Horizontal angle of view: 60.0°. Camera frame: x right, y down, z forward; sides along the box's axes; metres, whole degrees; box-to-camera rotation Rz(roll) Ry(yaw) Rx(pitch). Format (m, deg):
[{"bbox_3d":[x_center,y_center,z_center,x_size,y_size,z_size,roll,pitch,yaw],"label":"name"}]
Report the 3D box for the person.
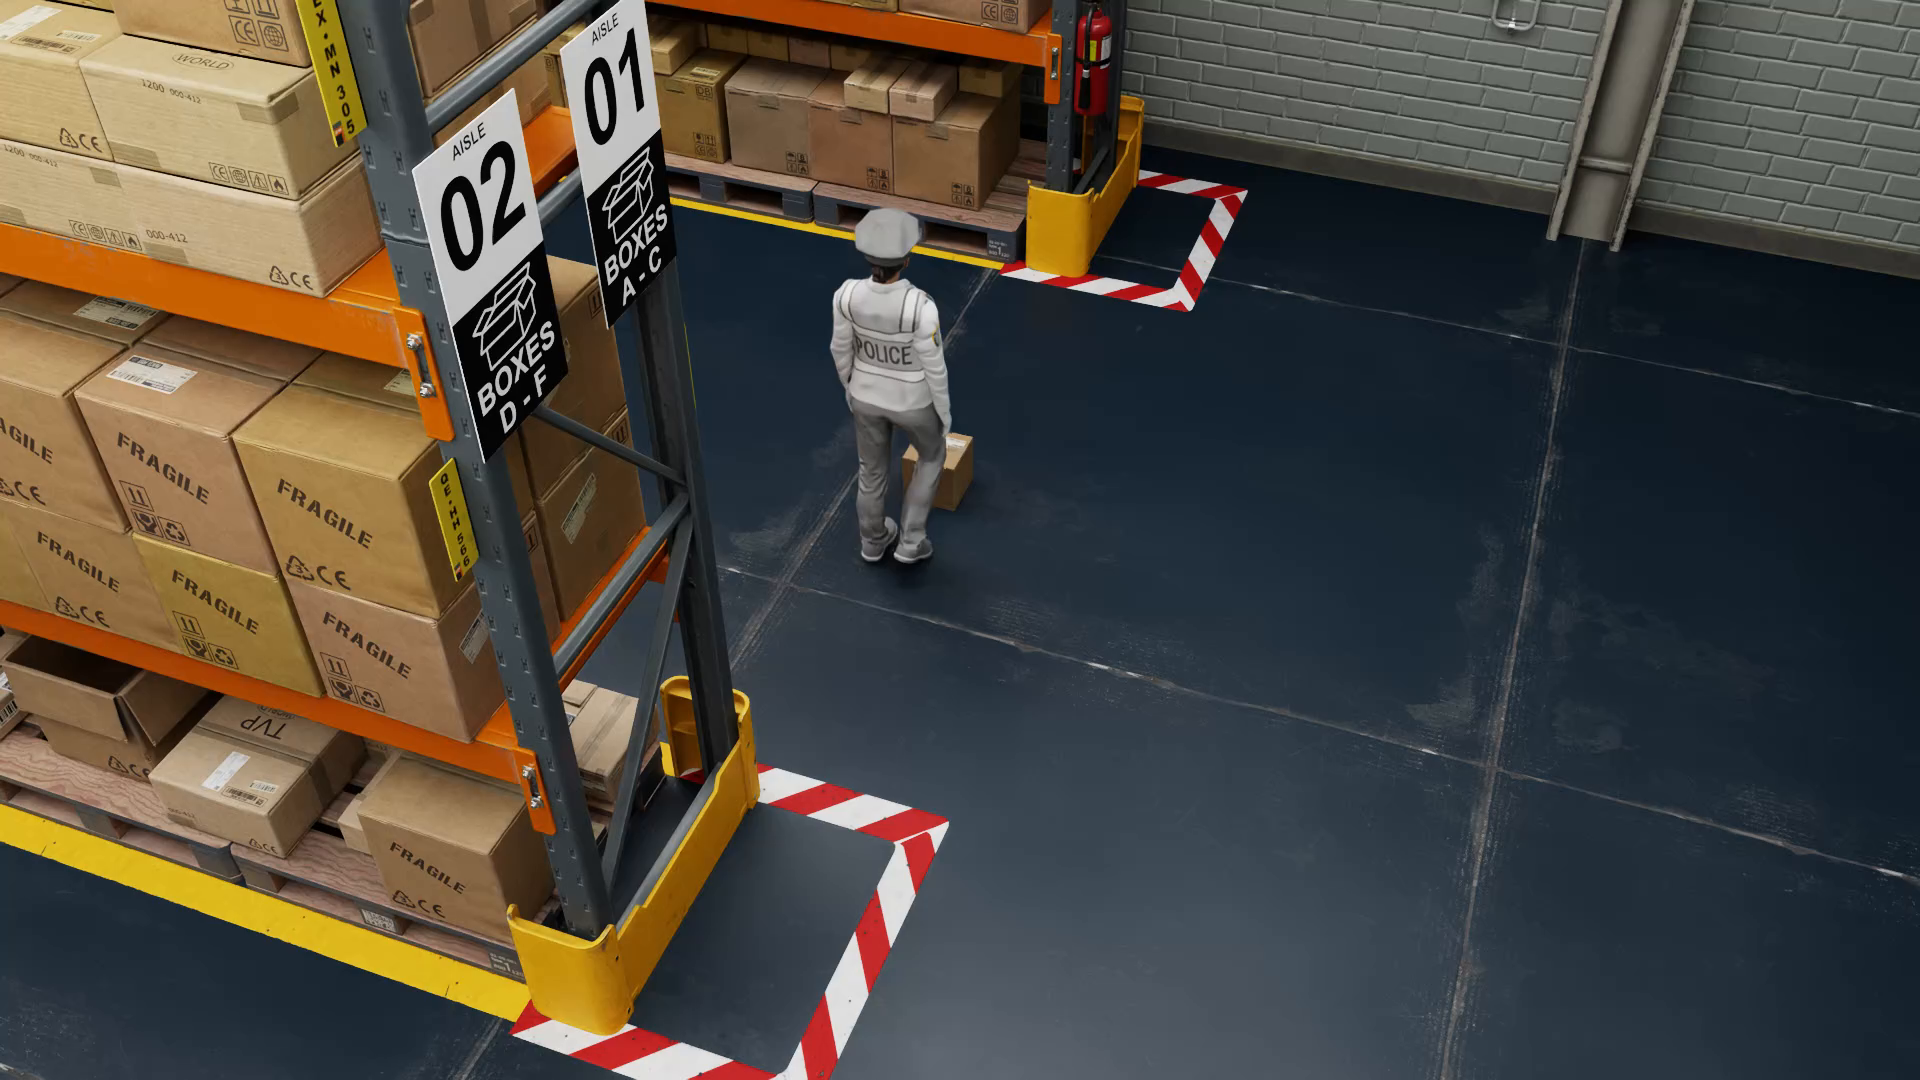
[{"bbox_3d":[-0.270,-0.575,6.778,0.498,1.696,0.337,14,44,15],"label":"person"}]
